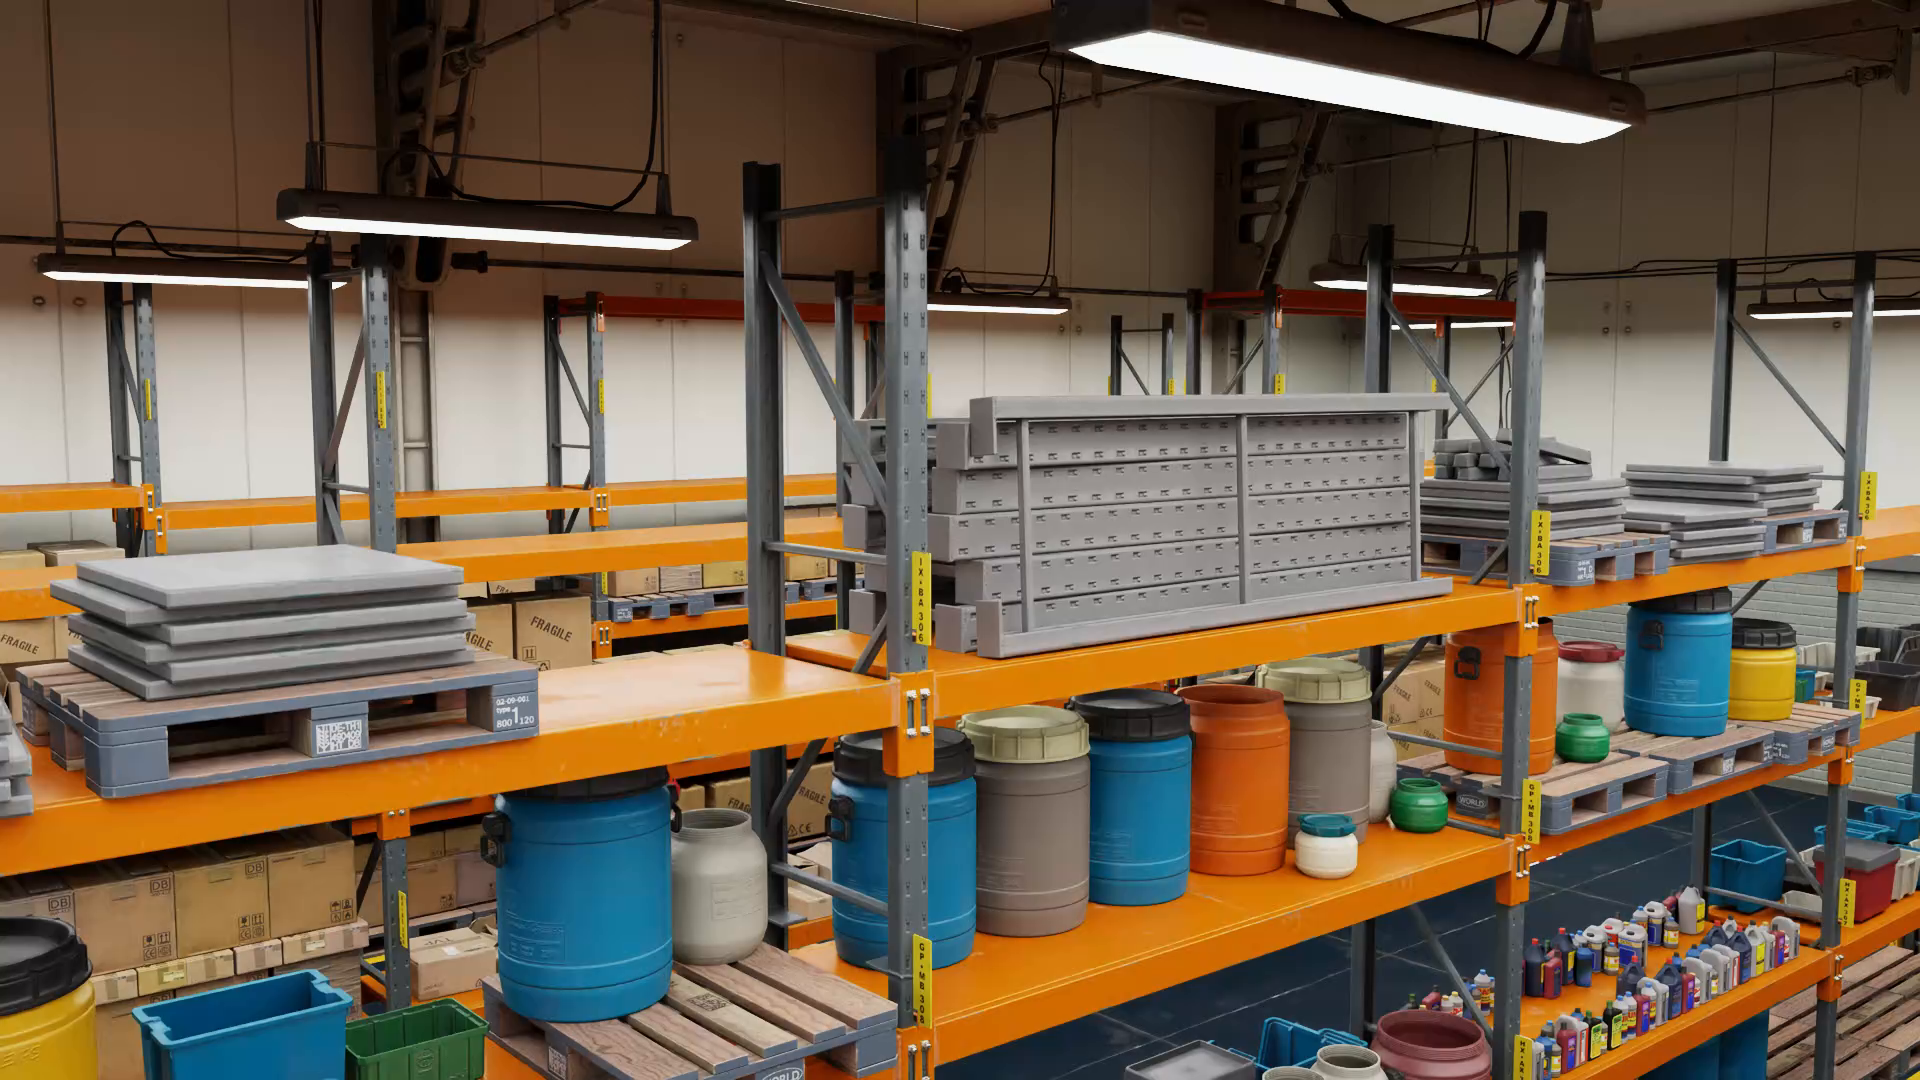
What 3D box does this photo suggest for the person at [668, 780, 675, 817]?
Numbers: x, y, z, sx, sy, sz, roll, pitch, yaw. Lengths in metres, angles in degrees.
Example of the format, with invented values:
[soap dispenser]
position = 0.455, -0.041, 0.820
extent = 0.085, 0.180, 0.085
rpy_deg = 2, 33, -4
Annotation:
[person]
position = -2.595, 2.918, 14.312
extent = 0.649, 1.740, 0.601
rpy_deg = 5, 7, 40
